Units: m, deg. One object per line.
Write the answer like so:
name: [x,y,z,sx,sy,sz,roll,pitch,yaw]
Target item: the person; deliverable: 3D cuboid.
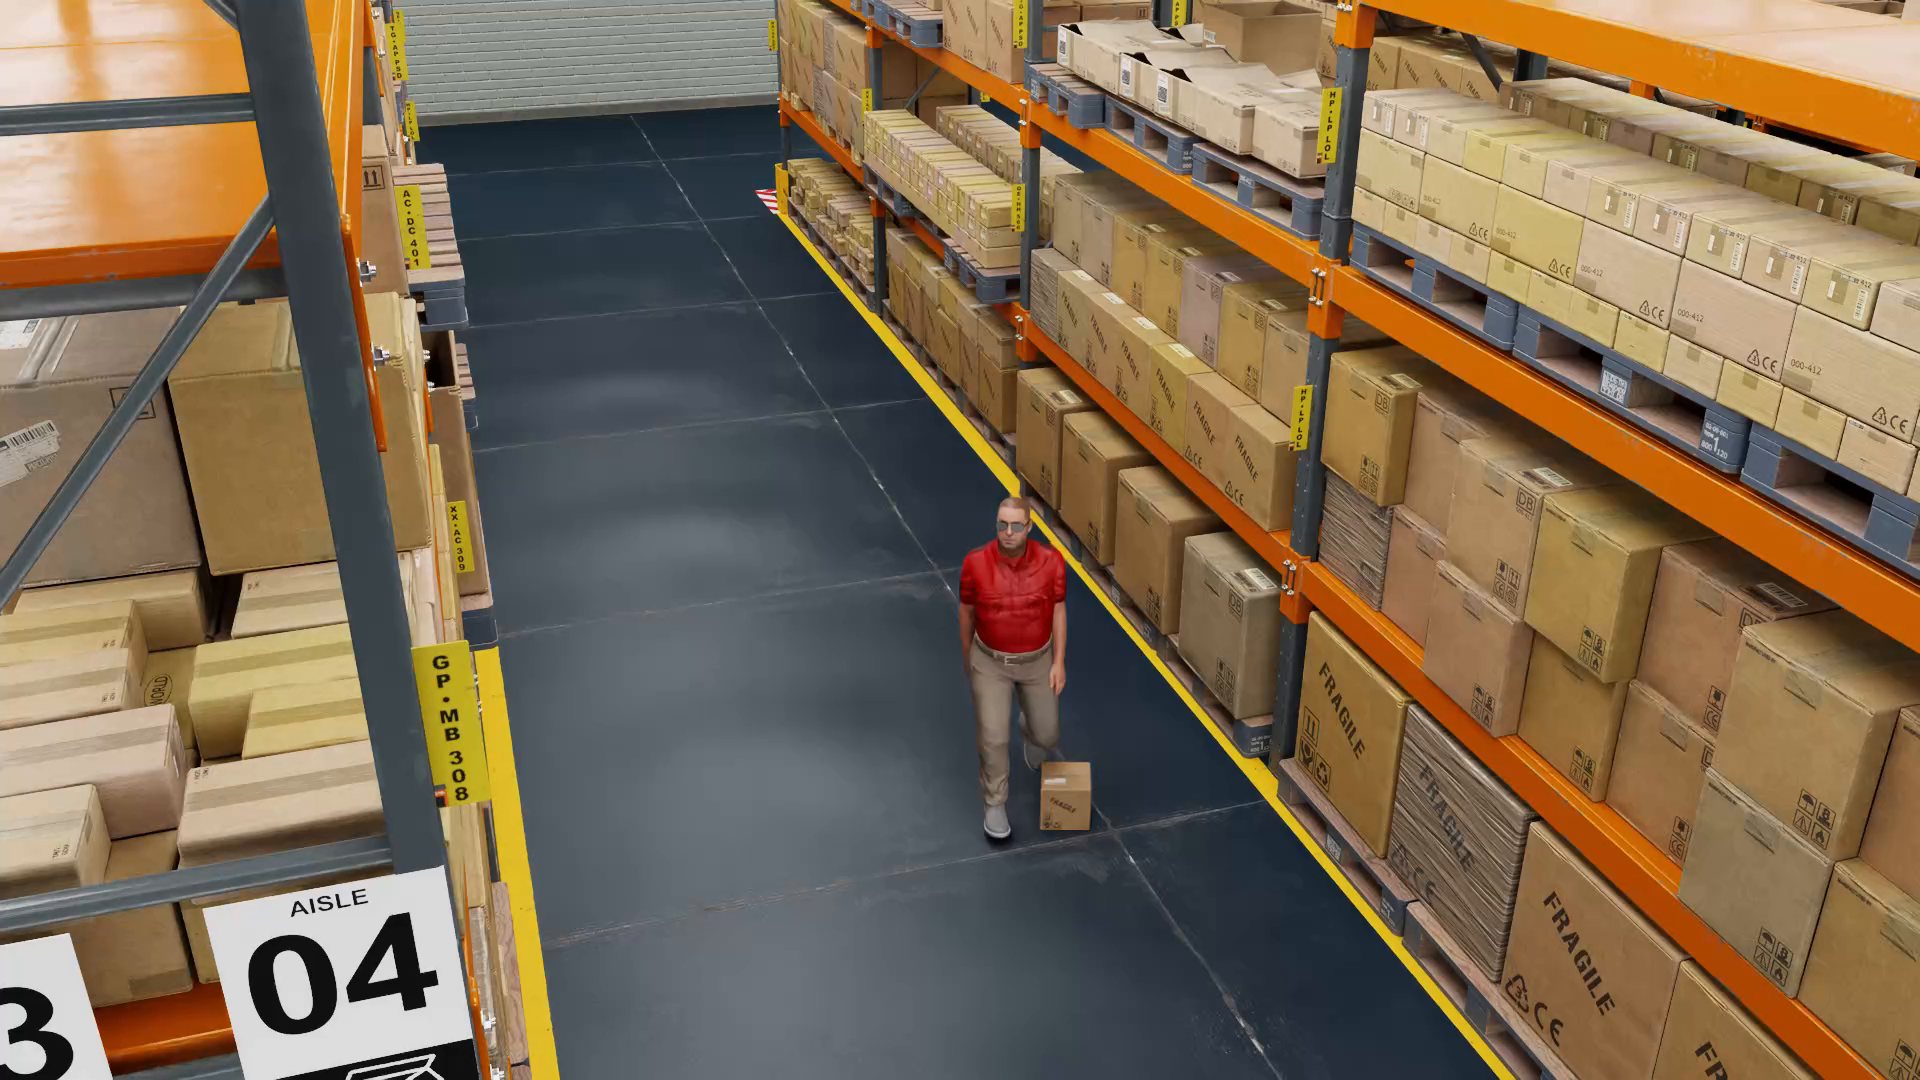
person: [0.255,0.571,8.176,0.522,1.707,0.701,-2,26,-3]
